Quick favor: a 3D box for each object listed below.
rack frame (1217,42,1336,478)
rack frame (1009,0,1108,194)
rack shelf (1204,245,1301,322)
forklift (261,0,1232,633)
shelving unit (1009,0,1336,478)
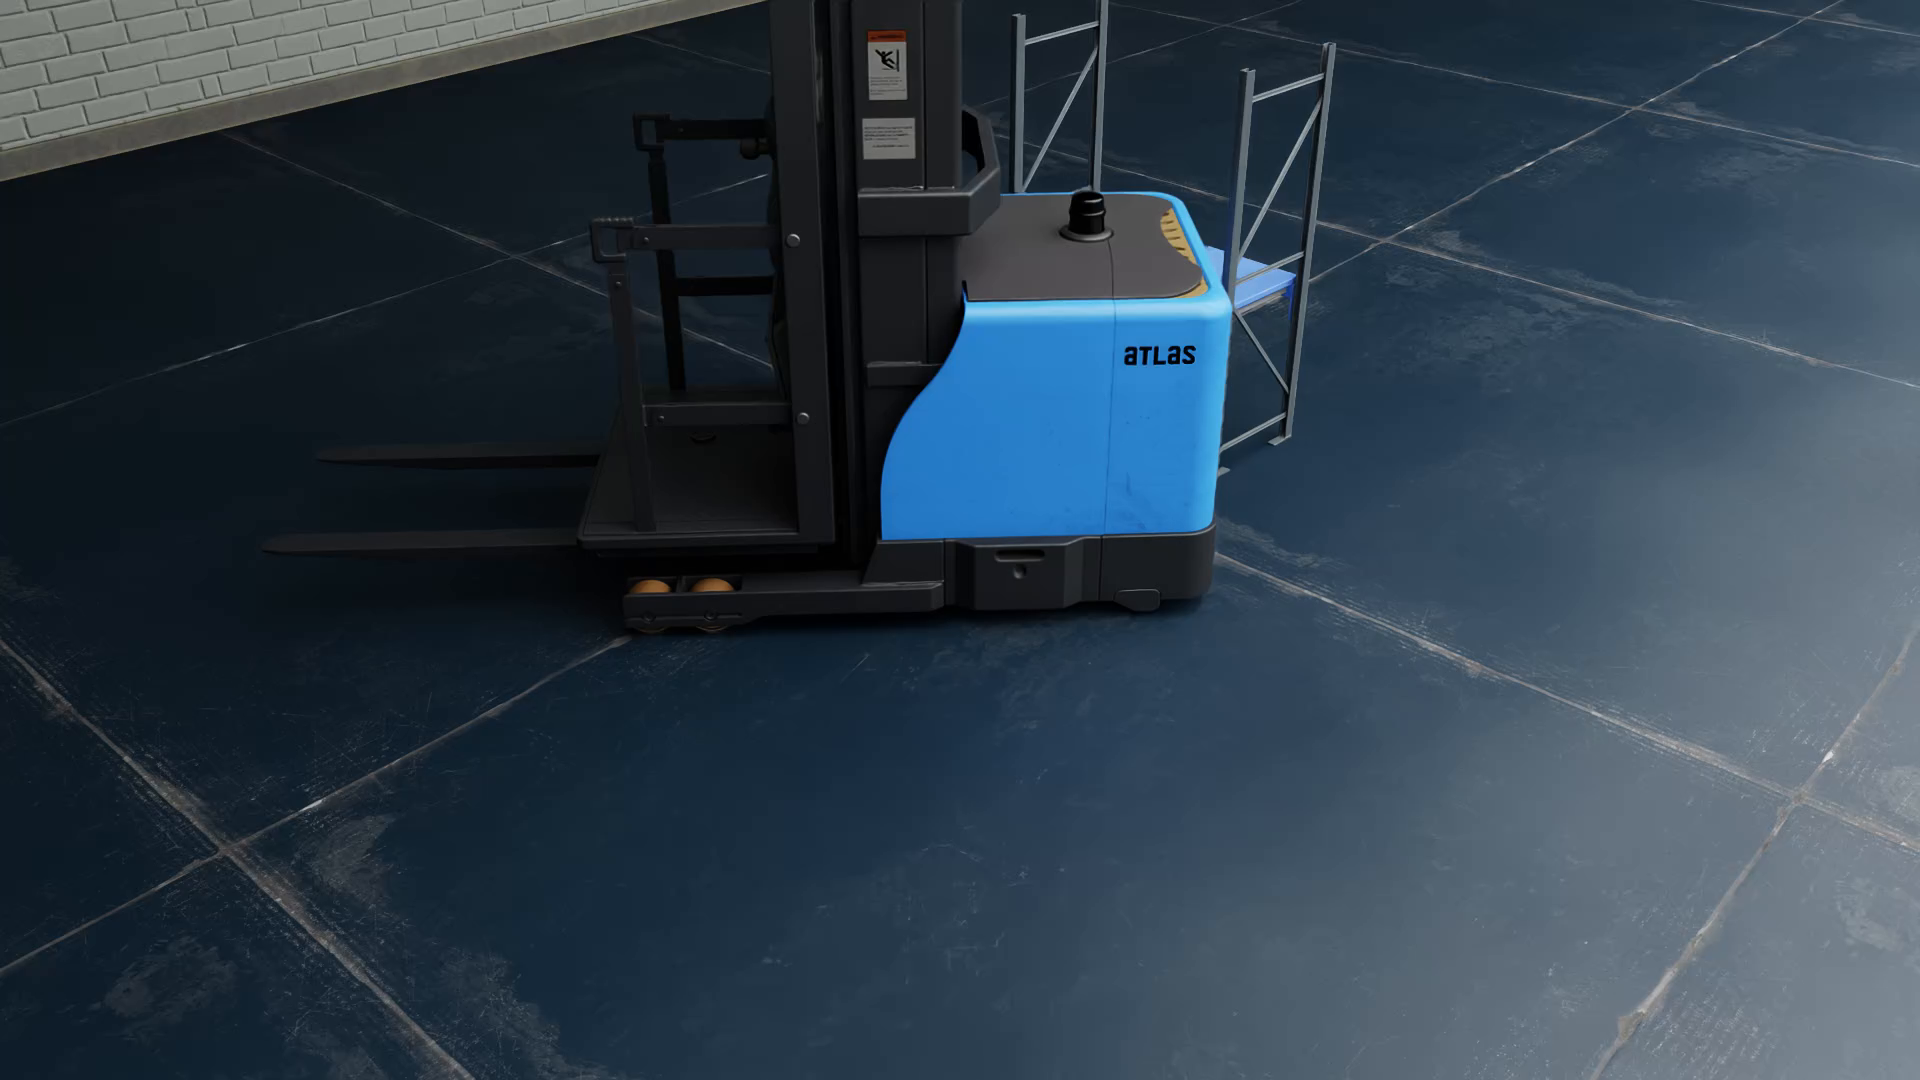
[{"bbox_3d":[1.089,-0.955,5.882,0.500,1.500,0.032,-27,40,-37],"label":"rack frame"},{"bbox_3d":[0.372,-1.327,6.499,0.500,1.500,0.032,-27,40,-37],"label":"rack frame"},{"bbox_3d":[0.730,-0.987,6.283,0.538,0.185,1.000,-27,40,-37],"label":"rack shelf"},{"bbox_3d":[-0.720,-1.241,4.970,3.031,2.935,1.130,-1,31,-2],"label":"forklift"},{"bbox_3d":[0.730,-1.141,6.191,0.538,1.500,1.048,-27,40,-37],"label":"shelving unit"}]
